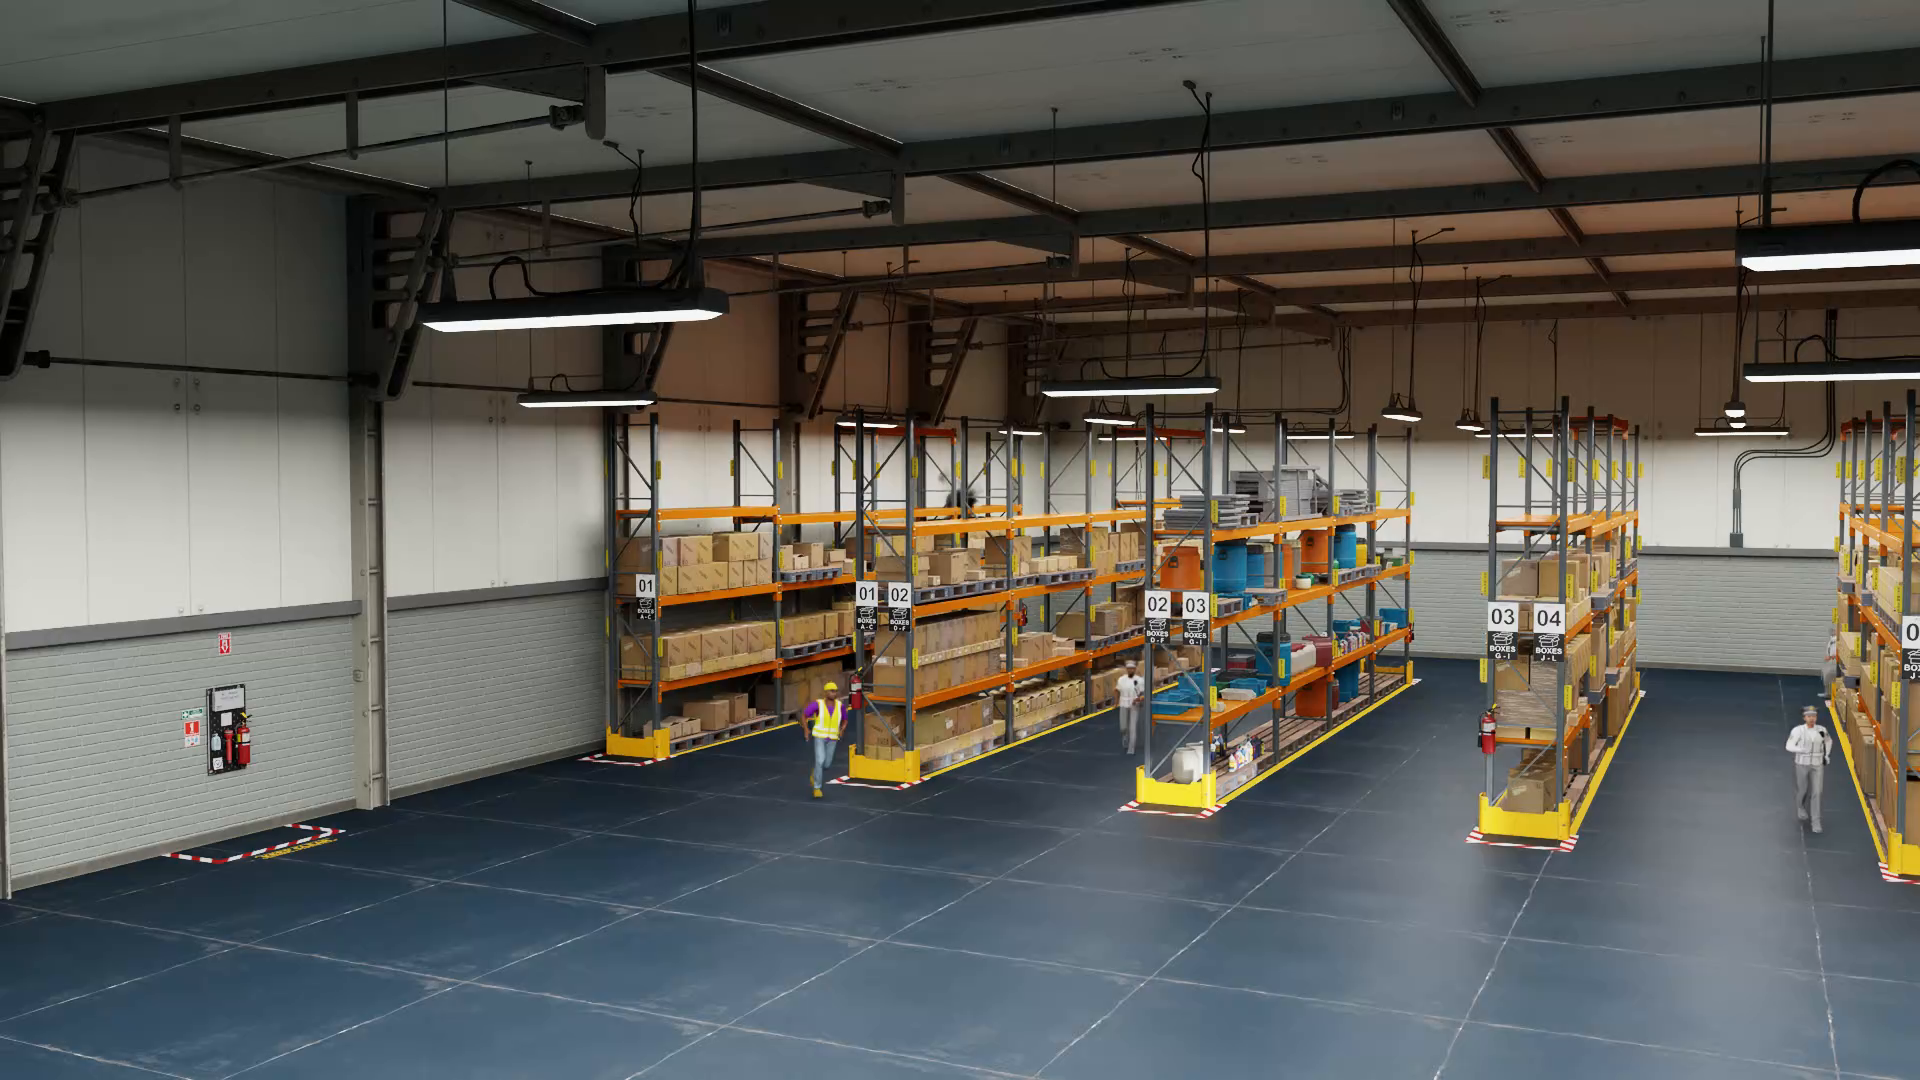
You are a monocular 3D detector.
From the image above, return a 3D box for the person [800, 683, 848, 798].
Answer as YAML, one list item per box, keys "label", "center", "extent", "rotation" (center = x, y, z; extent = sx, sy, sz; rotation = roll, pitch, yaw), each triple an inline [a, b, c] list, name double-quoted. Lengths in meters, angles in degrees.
- label: "person"
  center: [-2.088, 3.067, 25.787]
  extent: [0.745, 1.723, 0.773]
  rotation: [-1, 3, -23]

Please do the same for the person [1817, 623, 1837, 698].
- label: "person"
  center: [19.114, 2.642, 36.291]
  extent: [0.624, 1.670, 0.824]
  rotation: [1, 3, 17]

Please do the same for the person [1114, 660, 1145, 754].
- label: "person"
  center: [2.988, 2.941, 29.302]
  extent: [0.581, 1.656, 0.557]
  rotation: [1, 2, 12]

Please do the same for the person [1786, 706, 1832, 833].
- label: "person"
  center: [11.860, 3.157, 23.204]
  extent: [0.612, 1.697, 0.920]
  rotation: [1, 3, 19]
